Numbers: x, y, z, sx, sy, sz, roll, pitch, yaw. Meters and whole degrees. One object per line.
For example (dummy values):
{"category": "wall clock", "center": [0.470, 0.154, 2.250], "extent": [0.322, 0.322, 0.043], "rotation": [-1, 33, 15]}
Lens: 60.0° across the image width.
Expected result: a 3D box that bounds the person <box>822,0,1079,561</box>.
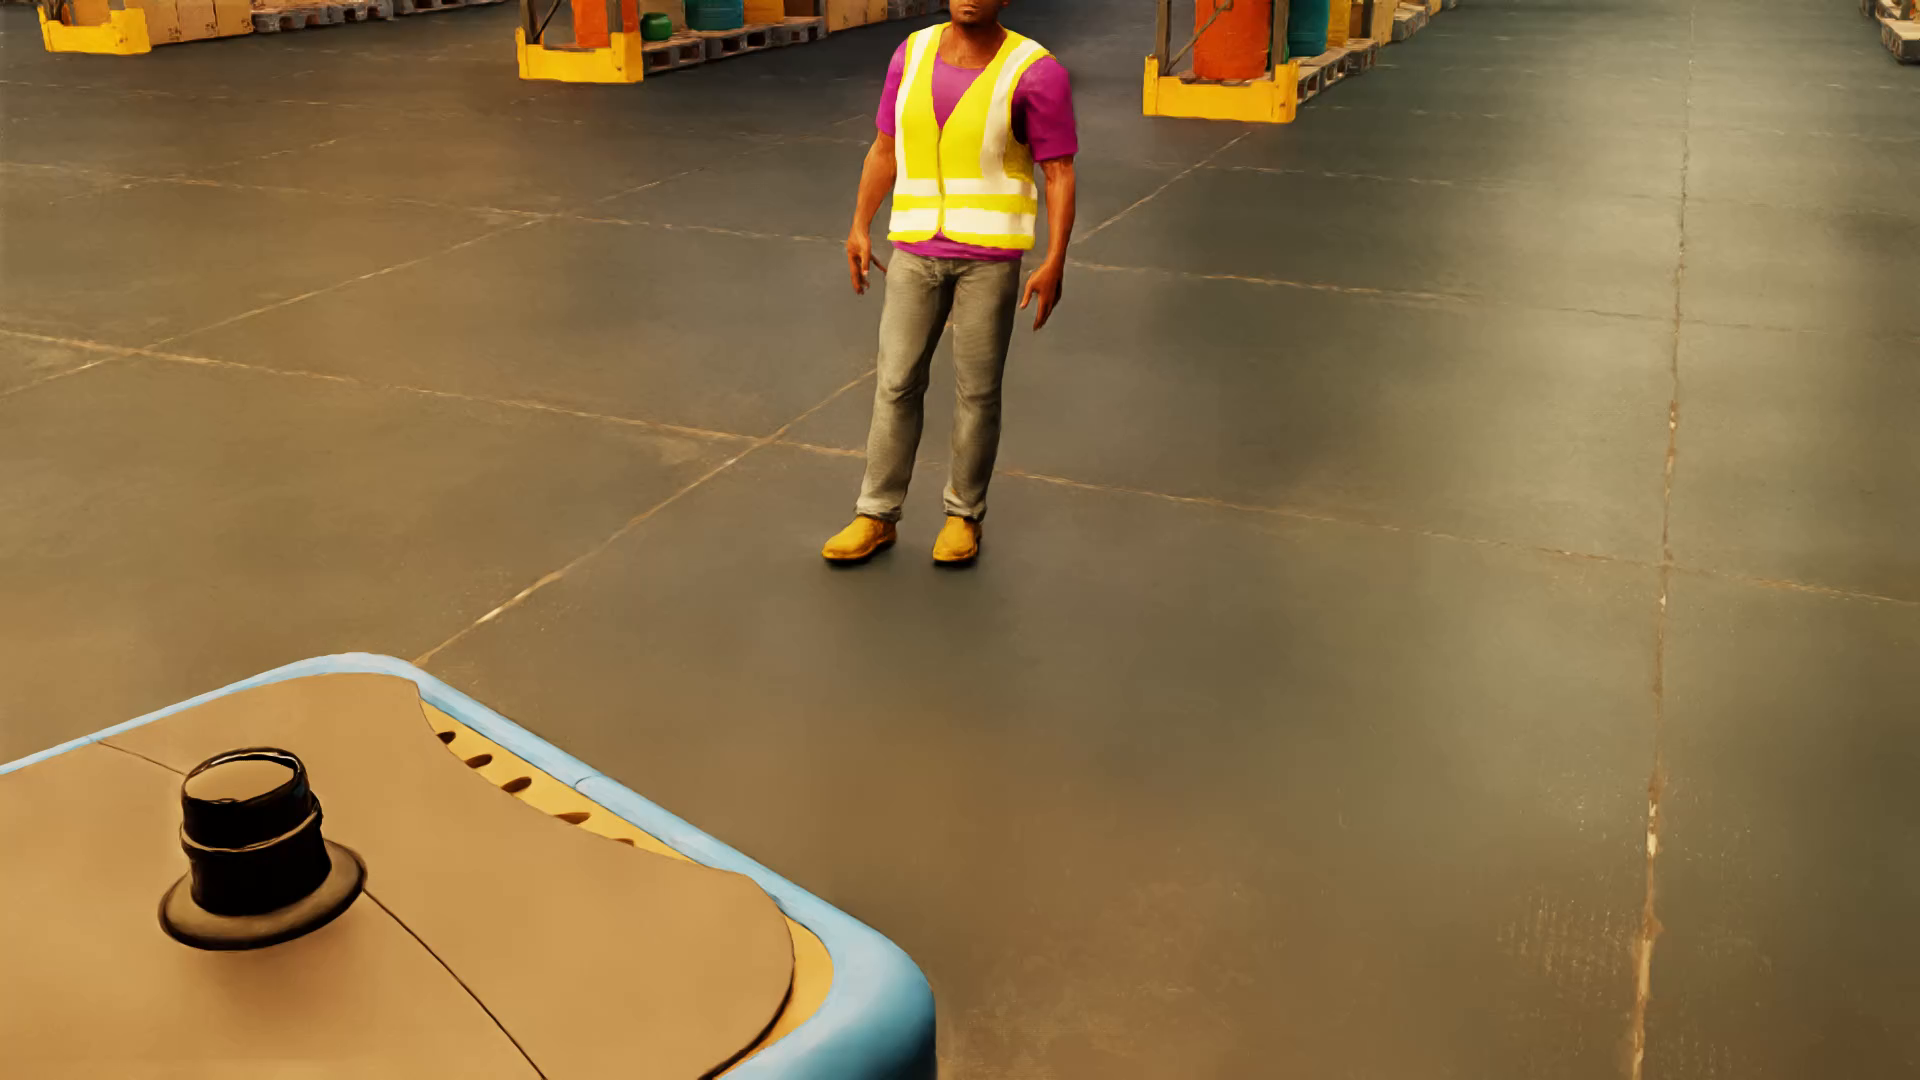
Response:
{"category": "person", "center": [-0.031, -0.795, 4.693], "extent": [0.665, 1.760, 0.576], "rotation": [9, 24, 21]}
